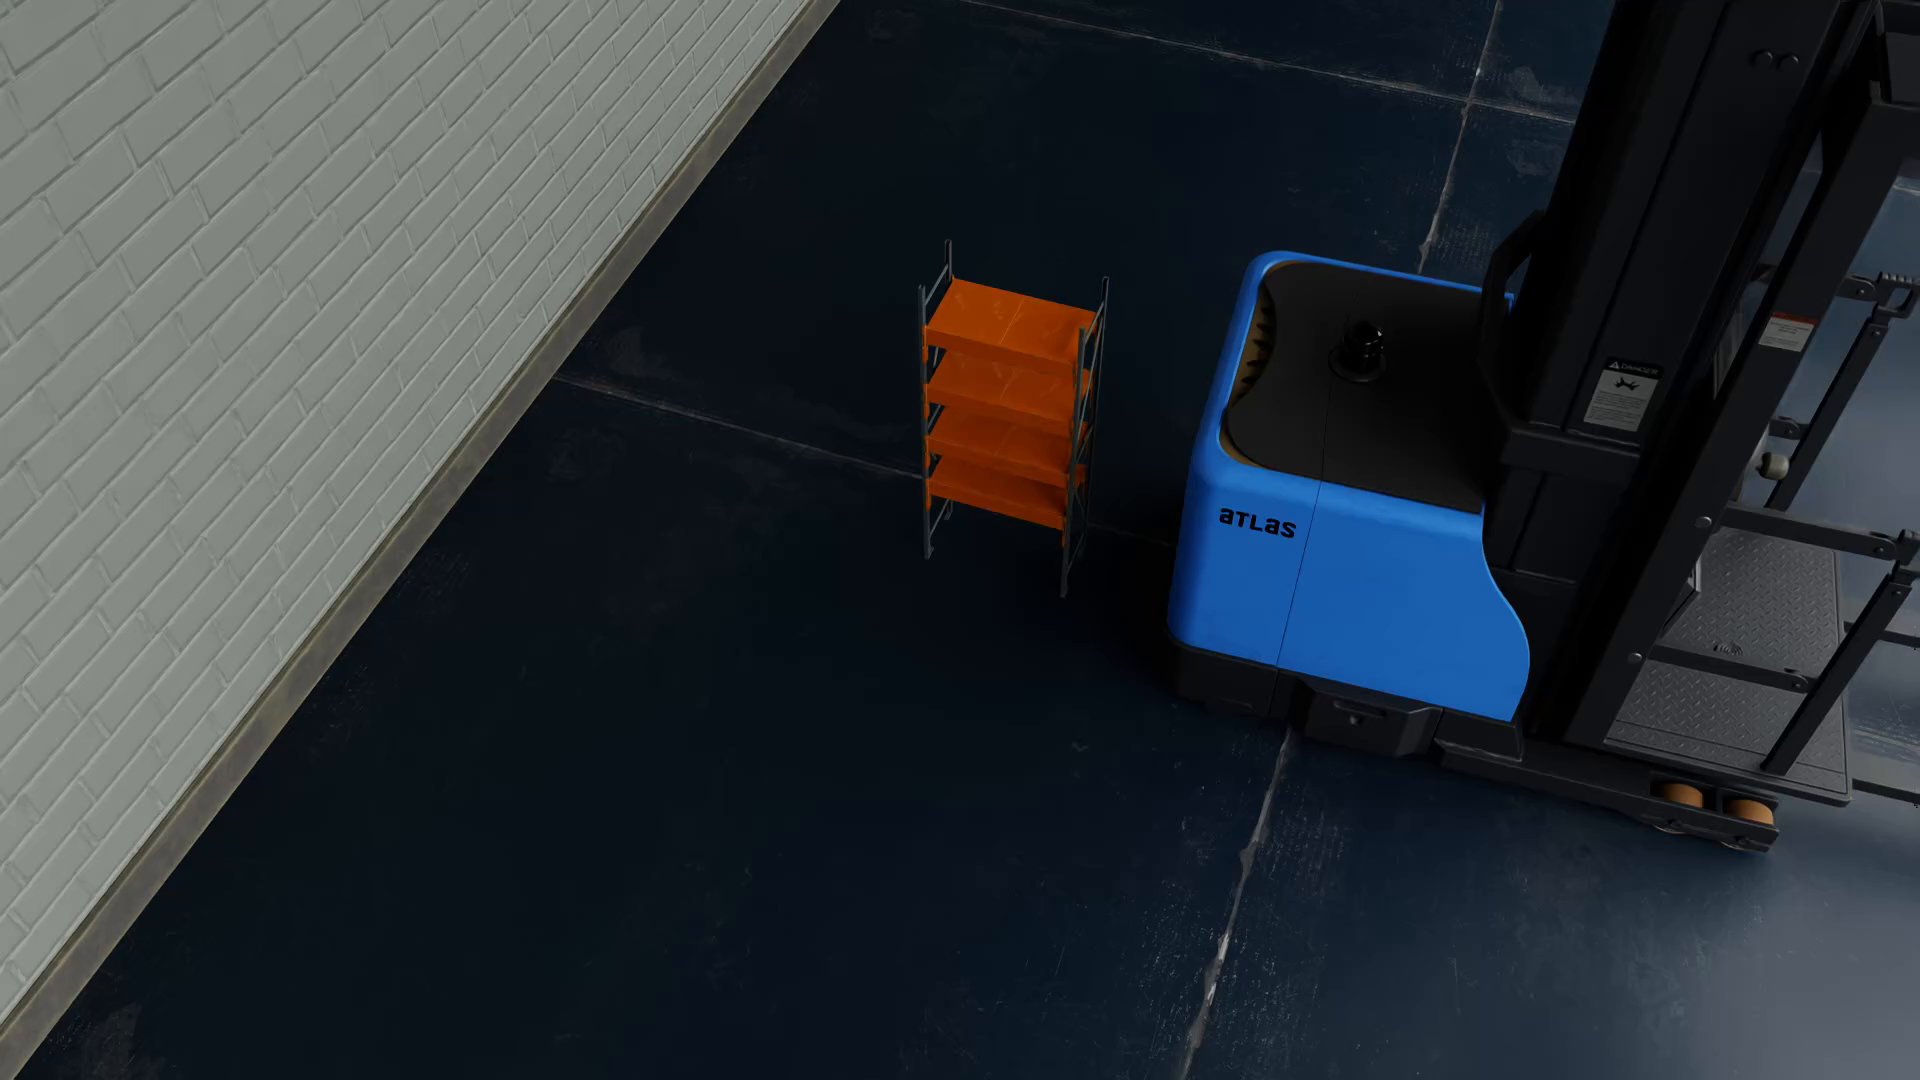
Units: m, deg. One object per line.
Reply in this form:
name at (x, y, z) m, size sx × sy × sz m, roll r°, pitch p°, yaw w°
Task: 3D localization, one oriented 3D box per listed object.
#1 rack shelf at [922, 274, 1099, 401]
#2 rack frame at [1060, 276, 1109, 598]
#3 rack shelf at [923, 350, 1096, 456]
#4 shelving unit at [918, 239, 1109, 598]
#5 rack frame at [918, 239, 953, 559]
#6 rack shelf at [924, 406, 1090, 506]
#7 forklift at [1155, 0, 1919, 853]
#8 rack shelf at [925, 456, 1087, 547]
rack shelf at (0.155, -0.607, 4.962) m, size 0.480 × 0.148 × 0.258 m, roll 16°, pitch 51°, yaw 13°
rack frame at (0.384, -0.286, 5.204) m, size 0.015 × 1.200 × 0.240 m, roll 16°, pitch 51°, yaw 13°
rack shelf at (0.155, -0.452, 5.141) m, size 0.480 × 0.148 × 0.258 m, roll 16°, pitch 51°, yaw 13°
shelving unit at (0.155, -0.350, 5.259) m, size 0.503 × 1.200 × 0.258 m, roll 16°, pitch 51°, yaw 13°
rack frame at (-0.074, -0.414, 5.314) m, size 0.015 × 1.200 × 0.240 m, roll 16°, pitch 51°, yaw 13°
rack shelf at (0.155, -0.306, 5.310) m, size 0.480 × 0.148 × 0.258 m, roll 16°, pitch 51°, yaw 13°
forklift at (2.197, -0.490, 4.235) m, size 3.031 × 2.935 × 1.130 m, roll 13°, pitch 50°, yaw 11°
rack shelf at (0.155, -0.176, 5.460) m, size 0.480 × 0.148 × 0.258 m, roll 16°, pitch 51°, yaw 13°
